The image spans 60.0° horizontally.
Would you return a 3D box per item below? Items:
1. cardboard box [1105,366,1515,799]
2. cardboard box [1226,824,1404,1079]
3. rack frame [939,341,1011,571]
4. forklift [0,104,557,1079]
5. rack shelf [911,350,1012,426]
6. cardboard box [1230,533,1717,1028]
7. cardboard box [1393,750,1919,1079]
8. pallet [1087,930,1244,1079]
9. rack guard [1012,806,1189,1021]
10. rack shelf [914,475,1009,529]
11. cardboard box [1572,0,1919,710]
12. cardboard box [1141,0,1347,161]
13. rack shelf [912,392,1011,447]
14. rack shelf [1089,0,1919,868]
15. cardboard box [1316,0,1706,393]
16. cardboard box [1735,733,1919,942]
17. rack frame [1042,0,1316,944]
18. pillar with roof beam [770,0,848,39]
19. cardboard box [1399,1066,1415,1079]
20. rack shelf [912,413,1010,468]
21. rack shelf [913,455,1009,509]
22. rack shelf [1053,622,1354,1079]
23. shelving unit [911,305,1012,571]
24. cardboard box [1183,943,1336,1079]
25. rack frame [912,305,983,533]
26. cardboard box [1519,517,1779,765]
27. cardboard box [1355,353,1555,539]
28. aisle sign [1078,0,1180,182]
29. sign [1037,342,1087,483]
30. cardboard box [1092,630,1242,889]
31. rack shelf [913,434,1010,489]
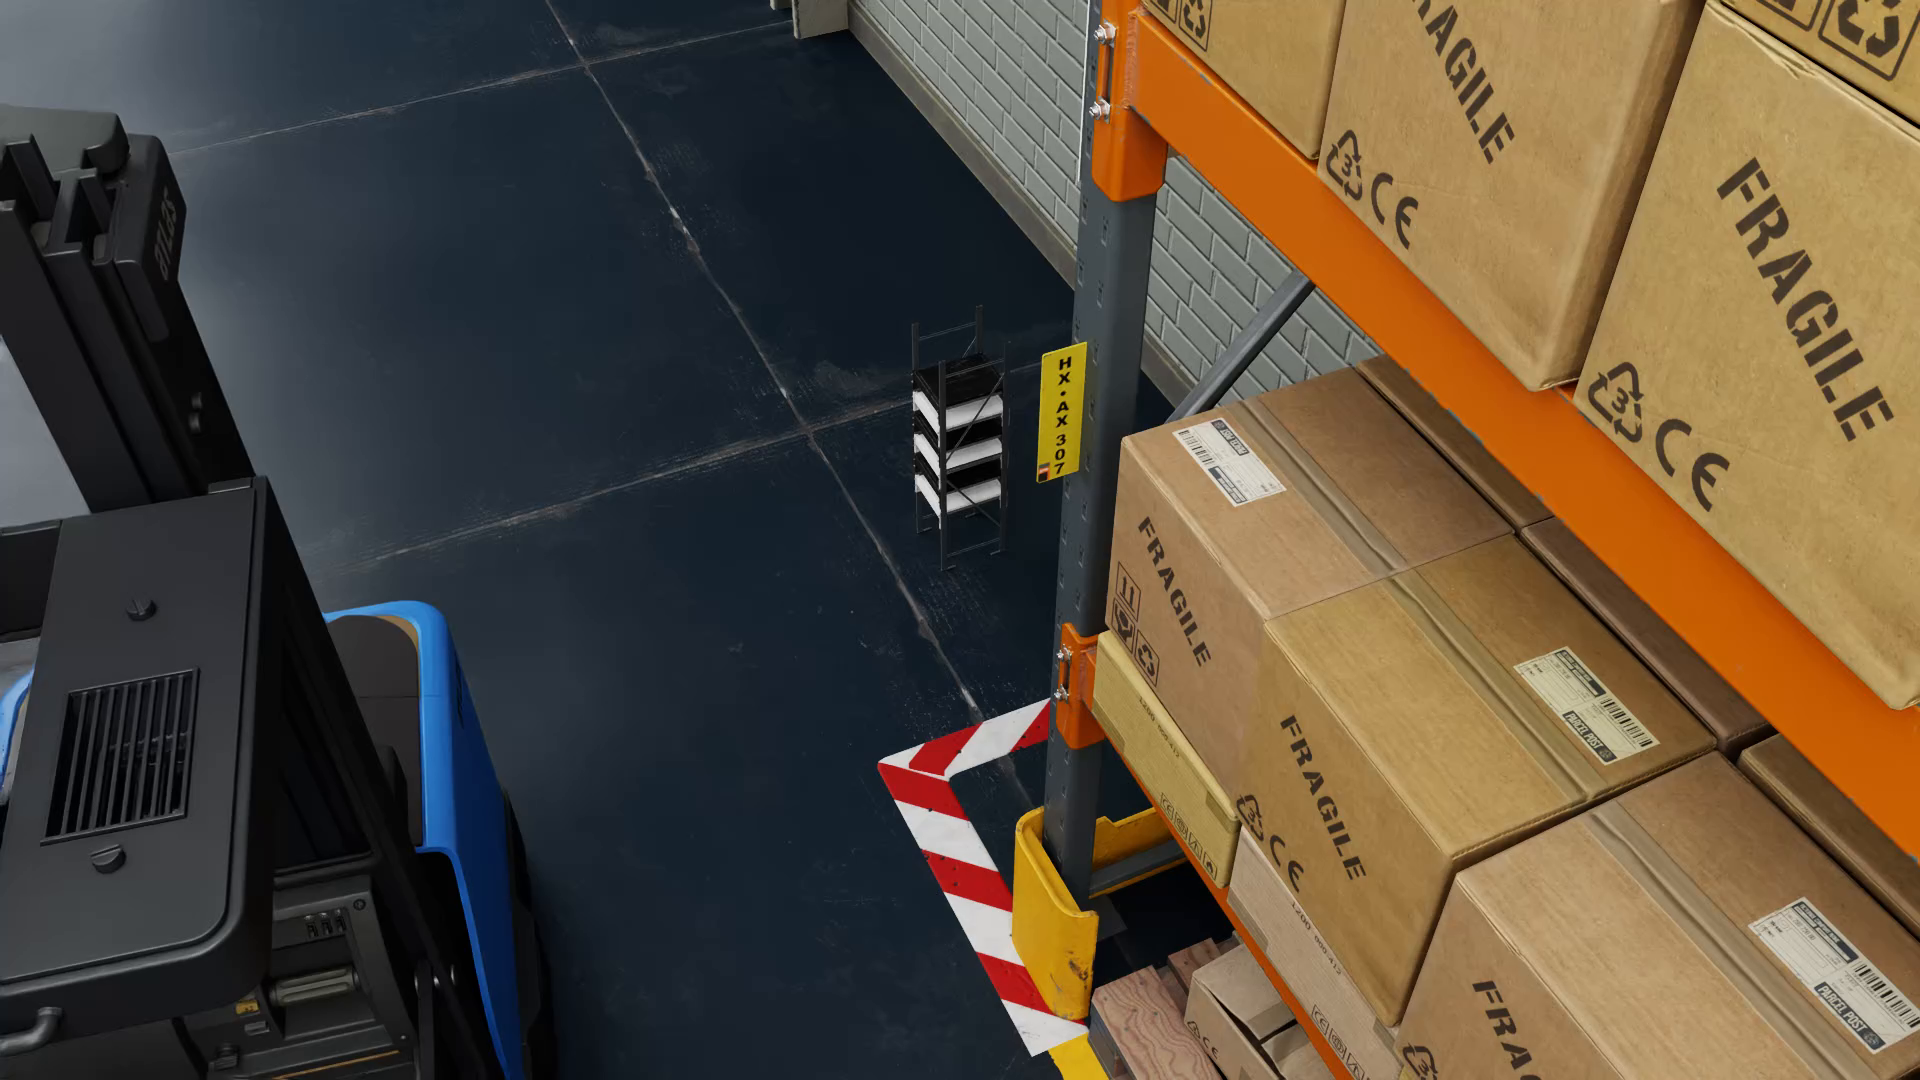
[{"bbox_3d":[0.621,0.075,3.097,0.500,0.500,0.500,-18,47,-17],"label":"cardboard box"},{"bbox_3d":[0.841,0.680,3.018,0.500,0.250,0.500,-19,48,-19],"label":"cardboard box"},{"bbox_3d":[0.046,-0.250,5.363,0.240,0.900,0.006,-18,47,-17],"label":"rack frame"},{"bbox_3d":[-1.405,0.942,2.709,1.130,2.935,3.031,-10,46,-10],"label":"forklift"},{"bbox_3d":[0.003,-0.484,5.262,0.258,0.077,0.200,-18,47,-17],"label":"rack shelf"},{"bbox_3d":[0.820,0.393,2.775,0.500,0.500,0.500,-18,47,-17],"label":"cardboard box"},{"bbox_3d":[1.031,0.724,2.440,0.500,0.500,0.500,-20,48,-19],"label":"cardboard box"},{"bbox_3d":[1.034,1.472,4.108,1.003,0.211,1.213,-18,47,-17],"label":"pallet"},{"bbox_3d":[0.725,0.841,4.542,1.175,0.500,0.348,-18,47,-17],"label":"rack guard"},{"bbox_3d":[0.003,-0.163,5.579,0.258,0.077,0.200,-18,47,-17],"label":"rack shelf"},{"bbox_3d":[1.022,-0.239,1.635,0.500,0.500,0.500,-16,47,-16],"label":"cardboard box"},{"bbox_3d":[0.607,-0.921,2.327,0.500,0.500,0.500,-17,47,-16],"label":"cardboard box"},{"bbox_3d":[0.003,-0.420,5.326,0.258,0.077,0.200,-18,47,-17],"label":"rack shelf"},{"bbox_3d":[1.534,0.365,1.621,1.077,0.370,4.000,-18,47,-17],"label":"rack shelf"},{"bbox_3d":[0.800,-0.568,1.969,0.500,0.500,0.500,-15,47,-15],"label":"cardboard box"},{"bbox_3d":[1.508,0.571,2.594,0.500,0.500,0.500,-19,48,-18],"label":"cardboard box"},{"bbox_3d":[0.693,-0.098,3.713,1.000,3.000,0.127,-18,47,-17],"label":"rack frame"},{"bbox_3d":[-4.657,-4.595,4.000,9.100,9.000,0.400,-18,47,-17],"label":"pillar with roof beam"},{"bbox_3d":[1.050,1.006,2.687,0.500,0.250,0.500,-19,48,-18],"label":"cardboard box"},{"bbox_3d":[0.003,-0.355,5.389,0.258,0.077,0.200,-18,47,-17],"label":"rack shelf"},{"bbox_3d":[0.003,-0.227,5.515,0.258,0.077,0.200,-18,47,-17],"label":"rack shelf"},{"bbox_3d":[1.534,1.433,2.674,1.077,0.370,4.000,-18,47,-17],"label":"rack shelf"},{"bbox_3d":[0.003,-0.315,5.429,0.258,0.900,0.210,-18,47,-17],"label":"shelving unit"},{"bbox_3d":[0.902,1.170,4.029,0.500,0.311,0.500,-23,49,-22],"label":"cardboard box"},{"bbox_3d":[-0.039,-0.380,5.494,0.240,0.900,0.006,-18,47,-17],"label":"rack frame"},{"bbox_3d":[1.287,0.243,2.927,0.500,0.500,0.500,-17,47,-17],"label":"cardboard box"},{"bbox_3d":[1.084,-0.081,3.255,0.500,0.500,0.500,-19,48,-18],"label":"cardboard box"},{"bbox_3d":[0.390,-0.980,2.757,0.394,0.787,0.004,-18,47,-17],"label":"aisle sign"},{"bbox_3d":[0.201,-0.245,3.247,0.100,0.325,0.005,-18,47,-17],"label":"sign"},{"bbox_3d":[0.610,0.353,3.349,0.500,0.250,0.500,-19,48,-19],"label":"cardboard box"},{"bbox_3d":[0.003,-0.291,5.452,0.258,0.077,0.200,-18,47,-17],"label":"rack shelf"}]
